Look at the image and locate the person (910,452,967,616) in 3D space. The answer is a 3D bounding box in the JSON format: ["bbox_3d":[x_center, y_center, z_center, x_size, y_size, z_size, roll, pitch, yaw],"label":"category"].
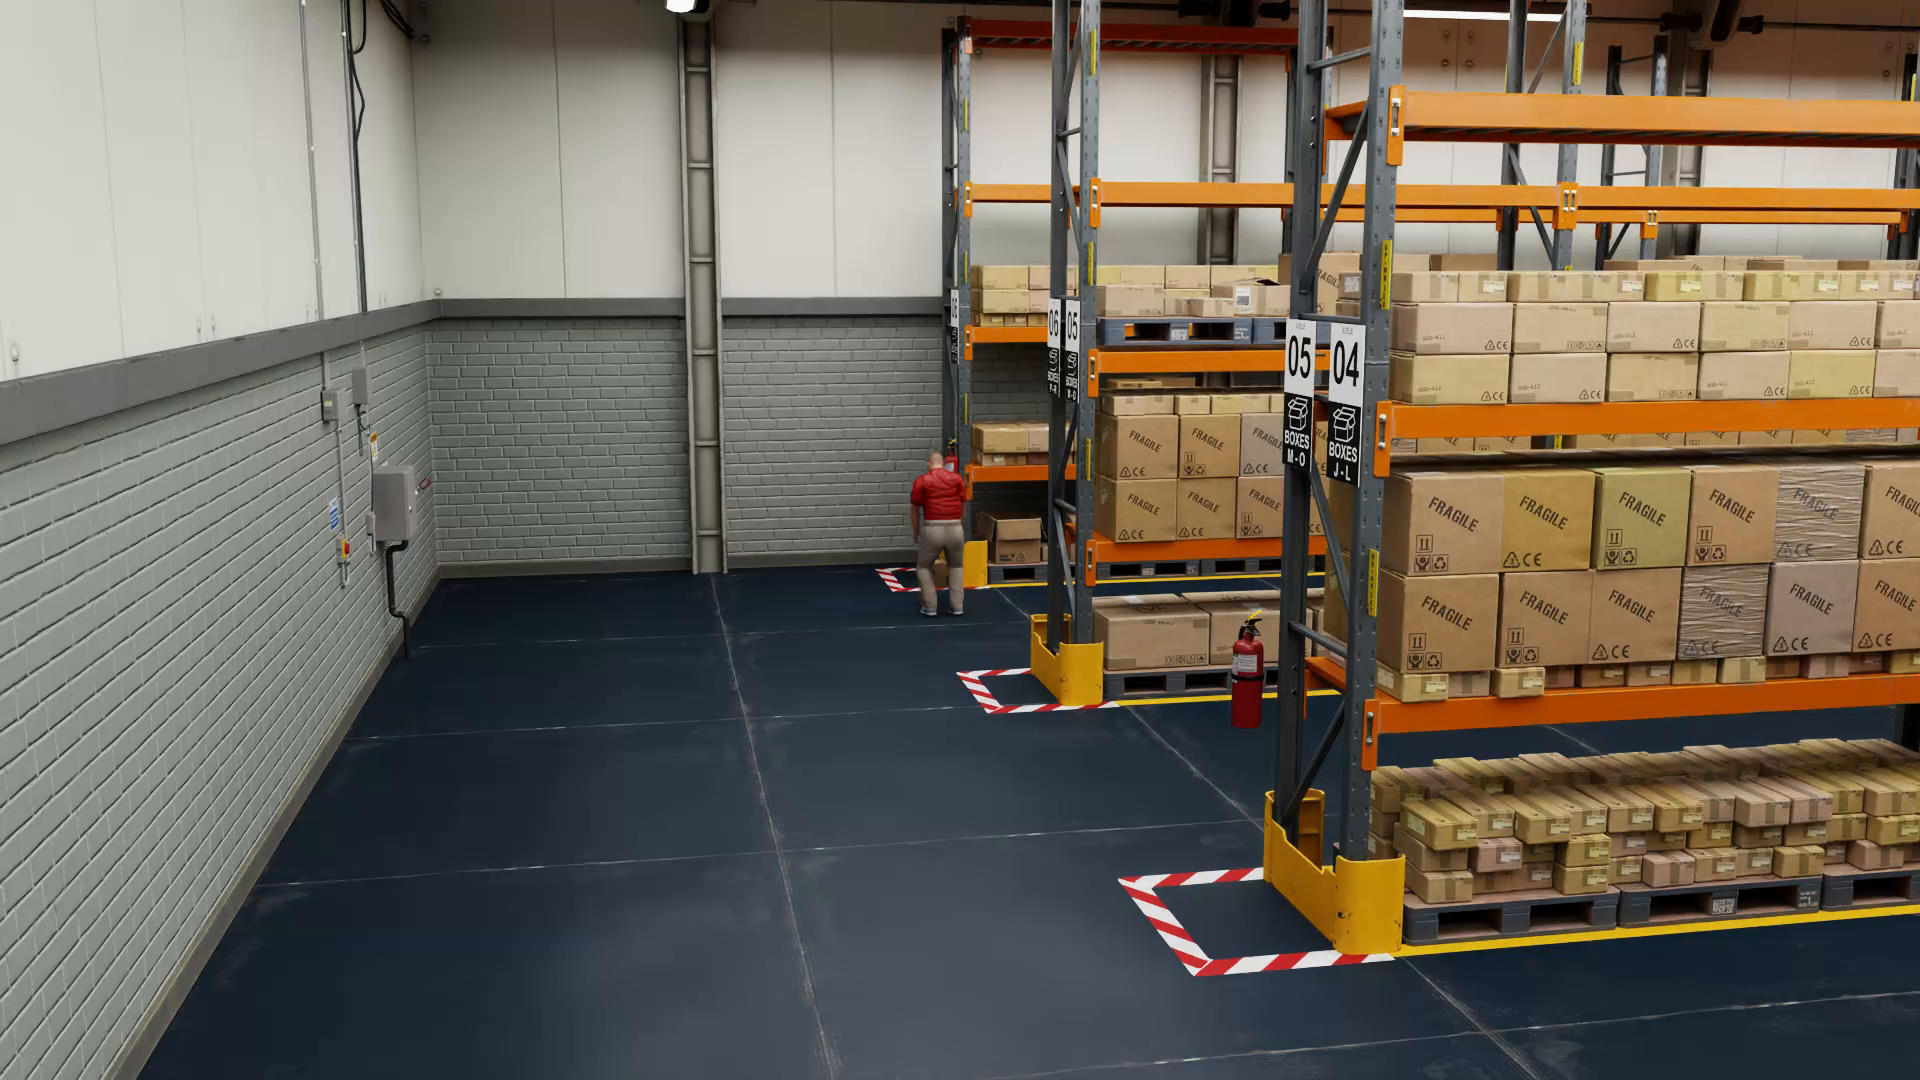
[{"bbox_3d":[-0.214,-0.049,16.598,0.571,1.620,0.503,-2,10,-10],"label":"person"}]
